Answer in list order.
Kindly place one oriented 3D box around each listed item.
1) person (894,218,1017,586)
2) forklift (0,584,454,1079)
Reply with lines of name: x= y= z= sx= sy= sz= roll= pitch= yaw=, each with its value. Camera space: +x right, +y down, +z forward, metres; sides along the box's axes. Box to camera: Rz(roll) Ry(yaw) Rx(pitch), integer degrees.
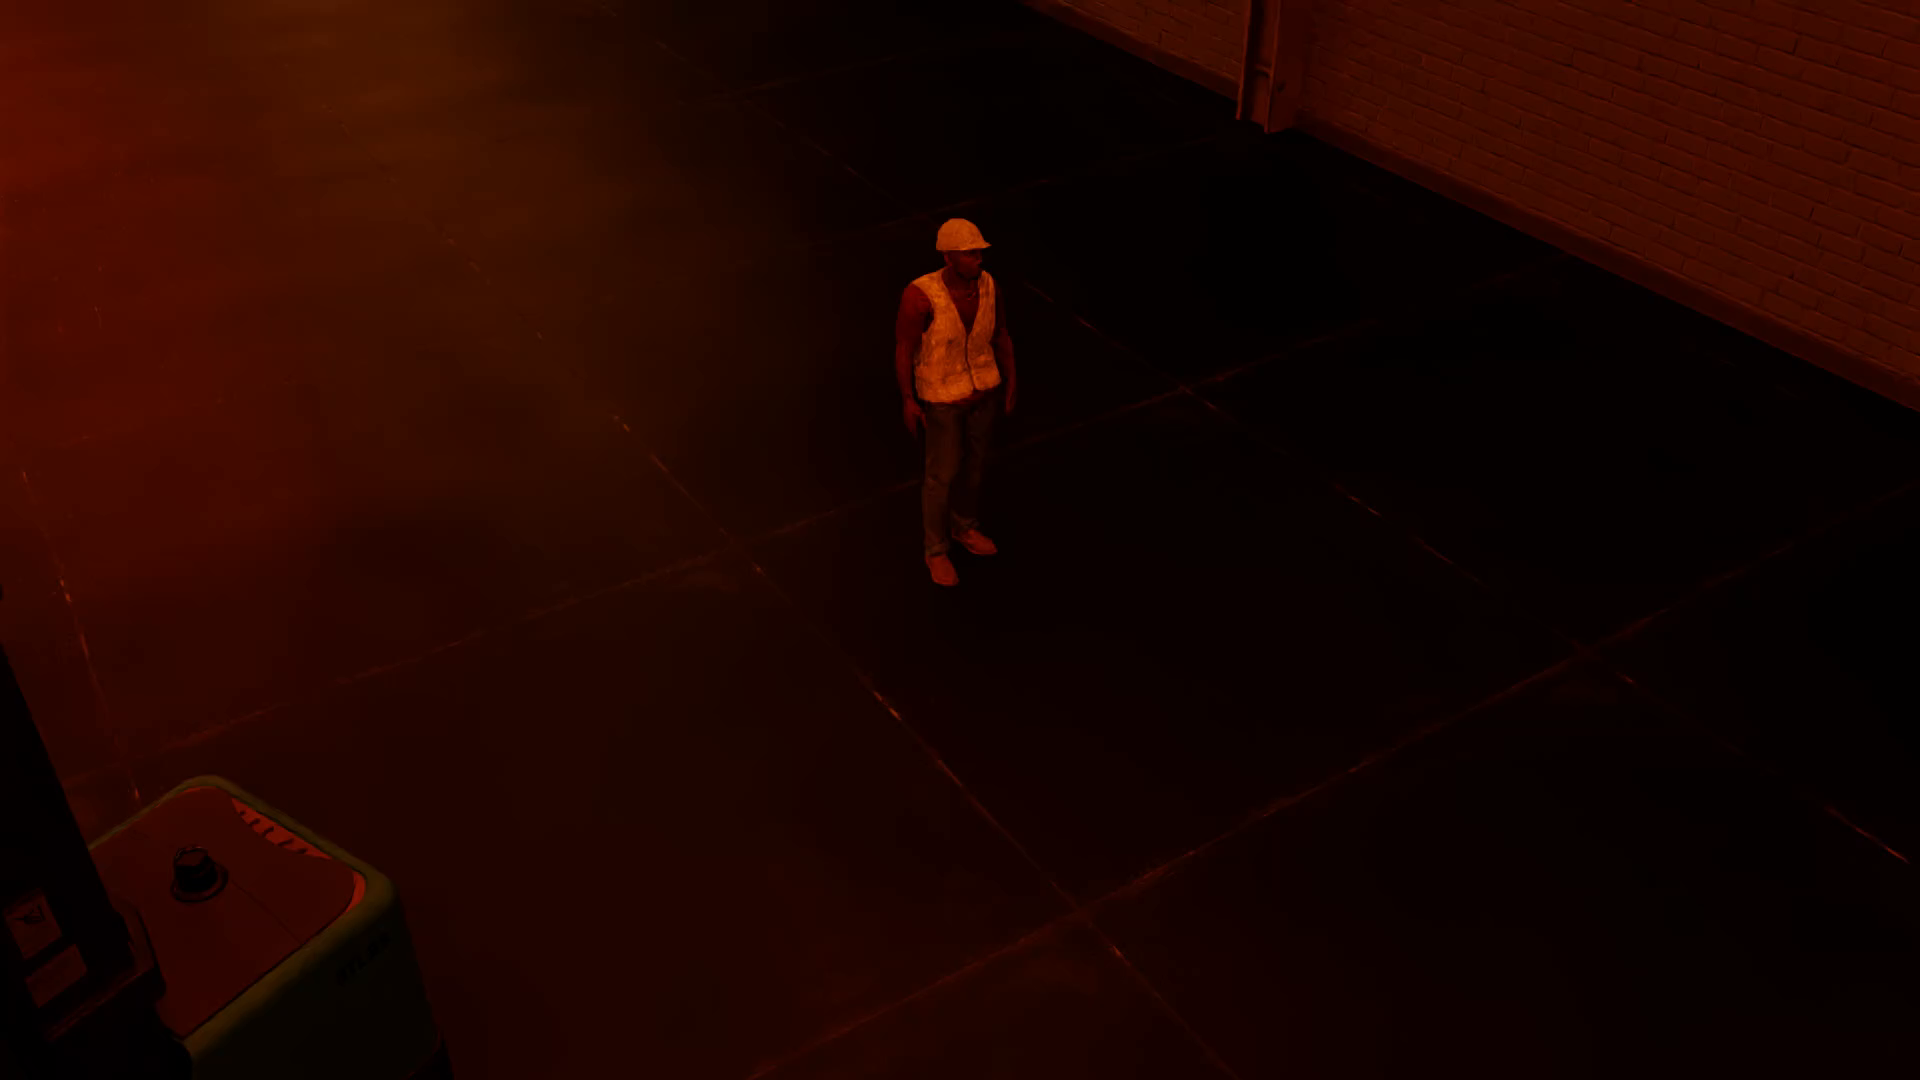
person: x=0.034 y=-0.693 z=8.135 sx=0.665 sy=1.766 sz=0.576 roll=-21 pitch=40 yaw=-27
forklift: x=-3.012 y=1.320 z=4.269 sx=1.130 sy=2.935 sz=3.031 roll=21 pitch=40 yaw=27
